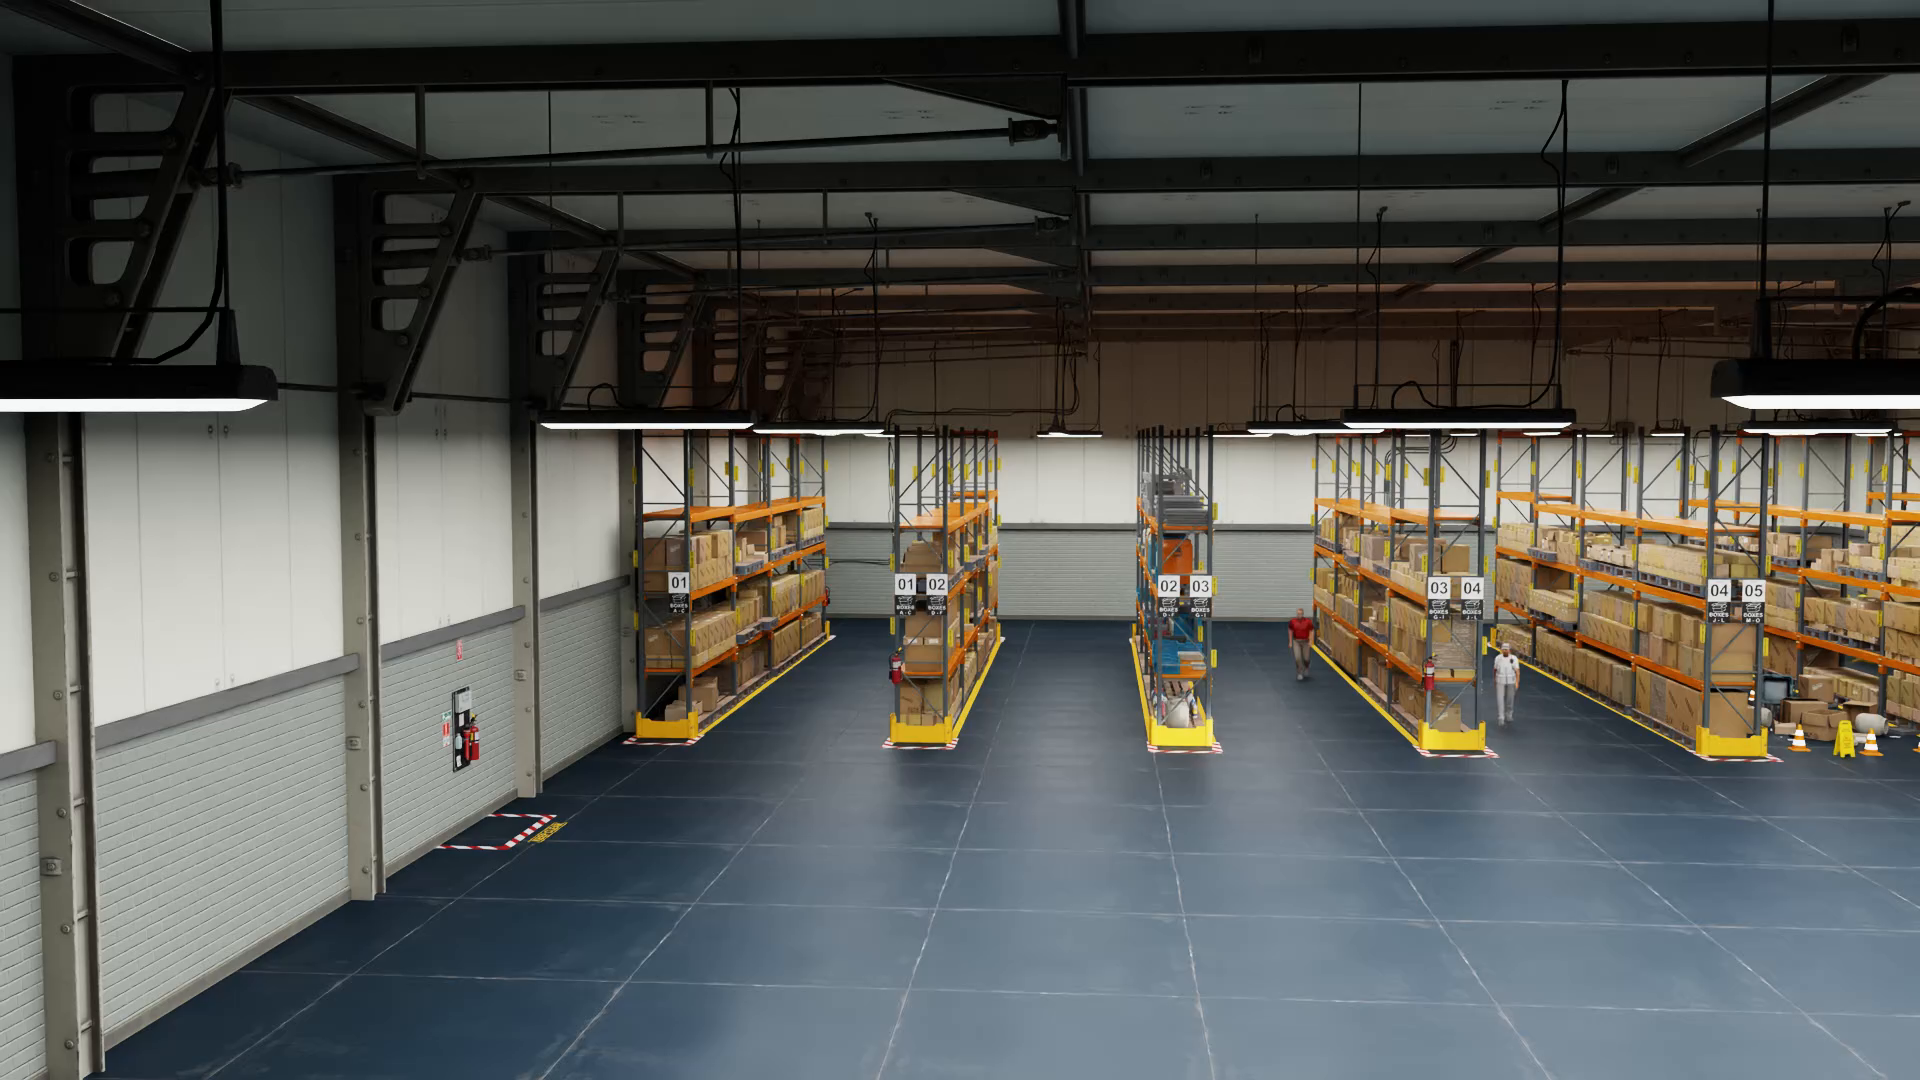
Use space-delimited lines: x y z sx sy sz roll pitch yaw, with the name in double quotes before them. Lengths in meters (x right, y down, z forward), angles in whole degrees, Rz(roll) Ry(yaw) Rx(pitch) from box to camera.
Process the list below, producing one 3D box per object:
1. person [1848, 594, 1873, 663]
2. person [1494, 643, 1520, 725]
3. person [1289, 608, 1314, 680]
"person" 23.199 2.295 42.606 0.541 1.787 0.559 -1 4 -22
"person" 11.002 2.882 33.458 0.501 1.611 0.940 1 4 17
"person" 8.217 2.476 39.968 0.598 1.707 0.612 1 4 15
